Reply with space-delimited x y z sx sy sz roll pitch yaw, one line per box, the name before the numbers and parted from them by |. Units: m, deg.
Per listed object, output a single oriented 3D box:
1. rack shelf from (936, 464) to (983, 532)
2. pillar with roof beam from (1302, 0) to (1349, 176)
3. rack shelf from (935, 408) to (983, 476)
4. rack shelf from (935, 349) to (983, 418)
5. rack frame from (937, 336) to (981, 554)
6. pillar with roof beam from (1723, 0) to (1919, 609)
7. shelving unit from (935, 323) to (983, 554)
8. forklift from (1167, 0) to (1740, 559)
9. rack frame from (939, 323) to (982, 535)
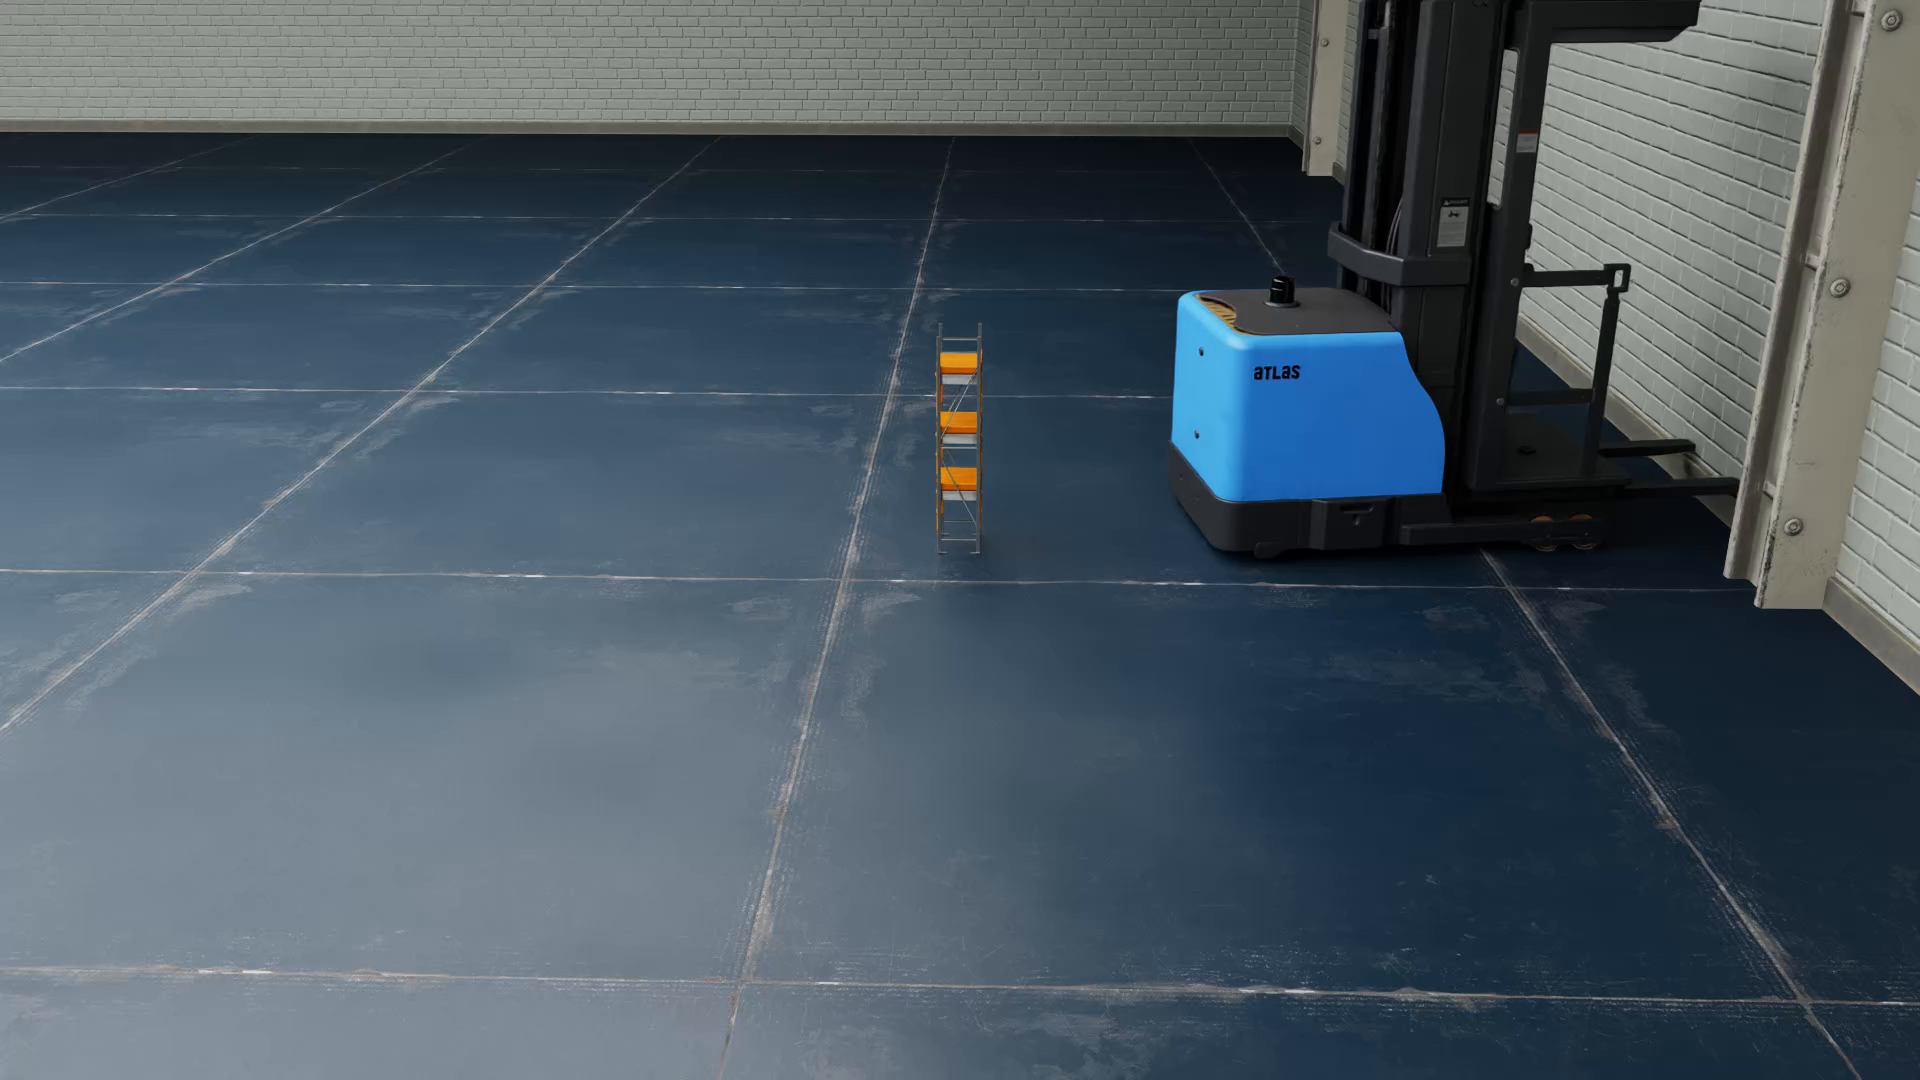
rack shelf | -0.002 -0.201 7.894 0.215 0.259 0.240 1 21 2
pillar with roof beam | -0.290 -8.354 17.118 9.100 9.000 0.400 1 21 2
rack shelf | -0.002 -0.460 7.793 0.215 0.259 0.240 1 21 2
rack shelf | -0.002 -0.725 7.690 0.215 0.259 0.240 1 21 2
rack frame | -0.005 -0.426 7.675 0.200 1.050 0.008 1 21 2
pillar with roof beam | -0.655 -4.015 5.936 9.100 9.000 0.400 1 21 2
shelving unit | -0.002 -0.470 7.789 0.215 1.050 0.252 1 21 2
forklift | 2.622 -1.499 7.839 3.031 2.935 1.130 -3 21 -7
rack frame | 0.002 -0.514 7.903 0.200 1.050 0.008 1 21 2
